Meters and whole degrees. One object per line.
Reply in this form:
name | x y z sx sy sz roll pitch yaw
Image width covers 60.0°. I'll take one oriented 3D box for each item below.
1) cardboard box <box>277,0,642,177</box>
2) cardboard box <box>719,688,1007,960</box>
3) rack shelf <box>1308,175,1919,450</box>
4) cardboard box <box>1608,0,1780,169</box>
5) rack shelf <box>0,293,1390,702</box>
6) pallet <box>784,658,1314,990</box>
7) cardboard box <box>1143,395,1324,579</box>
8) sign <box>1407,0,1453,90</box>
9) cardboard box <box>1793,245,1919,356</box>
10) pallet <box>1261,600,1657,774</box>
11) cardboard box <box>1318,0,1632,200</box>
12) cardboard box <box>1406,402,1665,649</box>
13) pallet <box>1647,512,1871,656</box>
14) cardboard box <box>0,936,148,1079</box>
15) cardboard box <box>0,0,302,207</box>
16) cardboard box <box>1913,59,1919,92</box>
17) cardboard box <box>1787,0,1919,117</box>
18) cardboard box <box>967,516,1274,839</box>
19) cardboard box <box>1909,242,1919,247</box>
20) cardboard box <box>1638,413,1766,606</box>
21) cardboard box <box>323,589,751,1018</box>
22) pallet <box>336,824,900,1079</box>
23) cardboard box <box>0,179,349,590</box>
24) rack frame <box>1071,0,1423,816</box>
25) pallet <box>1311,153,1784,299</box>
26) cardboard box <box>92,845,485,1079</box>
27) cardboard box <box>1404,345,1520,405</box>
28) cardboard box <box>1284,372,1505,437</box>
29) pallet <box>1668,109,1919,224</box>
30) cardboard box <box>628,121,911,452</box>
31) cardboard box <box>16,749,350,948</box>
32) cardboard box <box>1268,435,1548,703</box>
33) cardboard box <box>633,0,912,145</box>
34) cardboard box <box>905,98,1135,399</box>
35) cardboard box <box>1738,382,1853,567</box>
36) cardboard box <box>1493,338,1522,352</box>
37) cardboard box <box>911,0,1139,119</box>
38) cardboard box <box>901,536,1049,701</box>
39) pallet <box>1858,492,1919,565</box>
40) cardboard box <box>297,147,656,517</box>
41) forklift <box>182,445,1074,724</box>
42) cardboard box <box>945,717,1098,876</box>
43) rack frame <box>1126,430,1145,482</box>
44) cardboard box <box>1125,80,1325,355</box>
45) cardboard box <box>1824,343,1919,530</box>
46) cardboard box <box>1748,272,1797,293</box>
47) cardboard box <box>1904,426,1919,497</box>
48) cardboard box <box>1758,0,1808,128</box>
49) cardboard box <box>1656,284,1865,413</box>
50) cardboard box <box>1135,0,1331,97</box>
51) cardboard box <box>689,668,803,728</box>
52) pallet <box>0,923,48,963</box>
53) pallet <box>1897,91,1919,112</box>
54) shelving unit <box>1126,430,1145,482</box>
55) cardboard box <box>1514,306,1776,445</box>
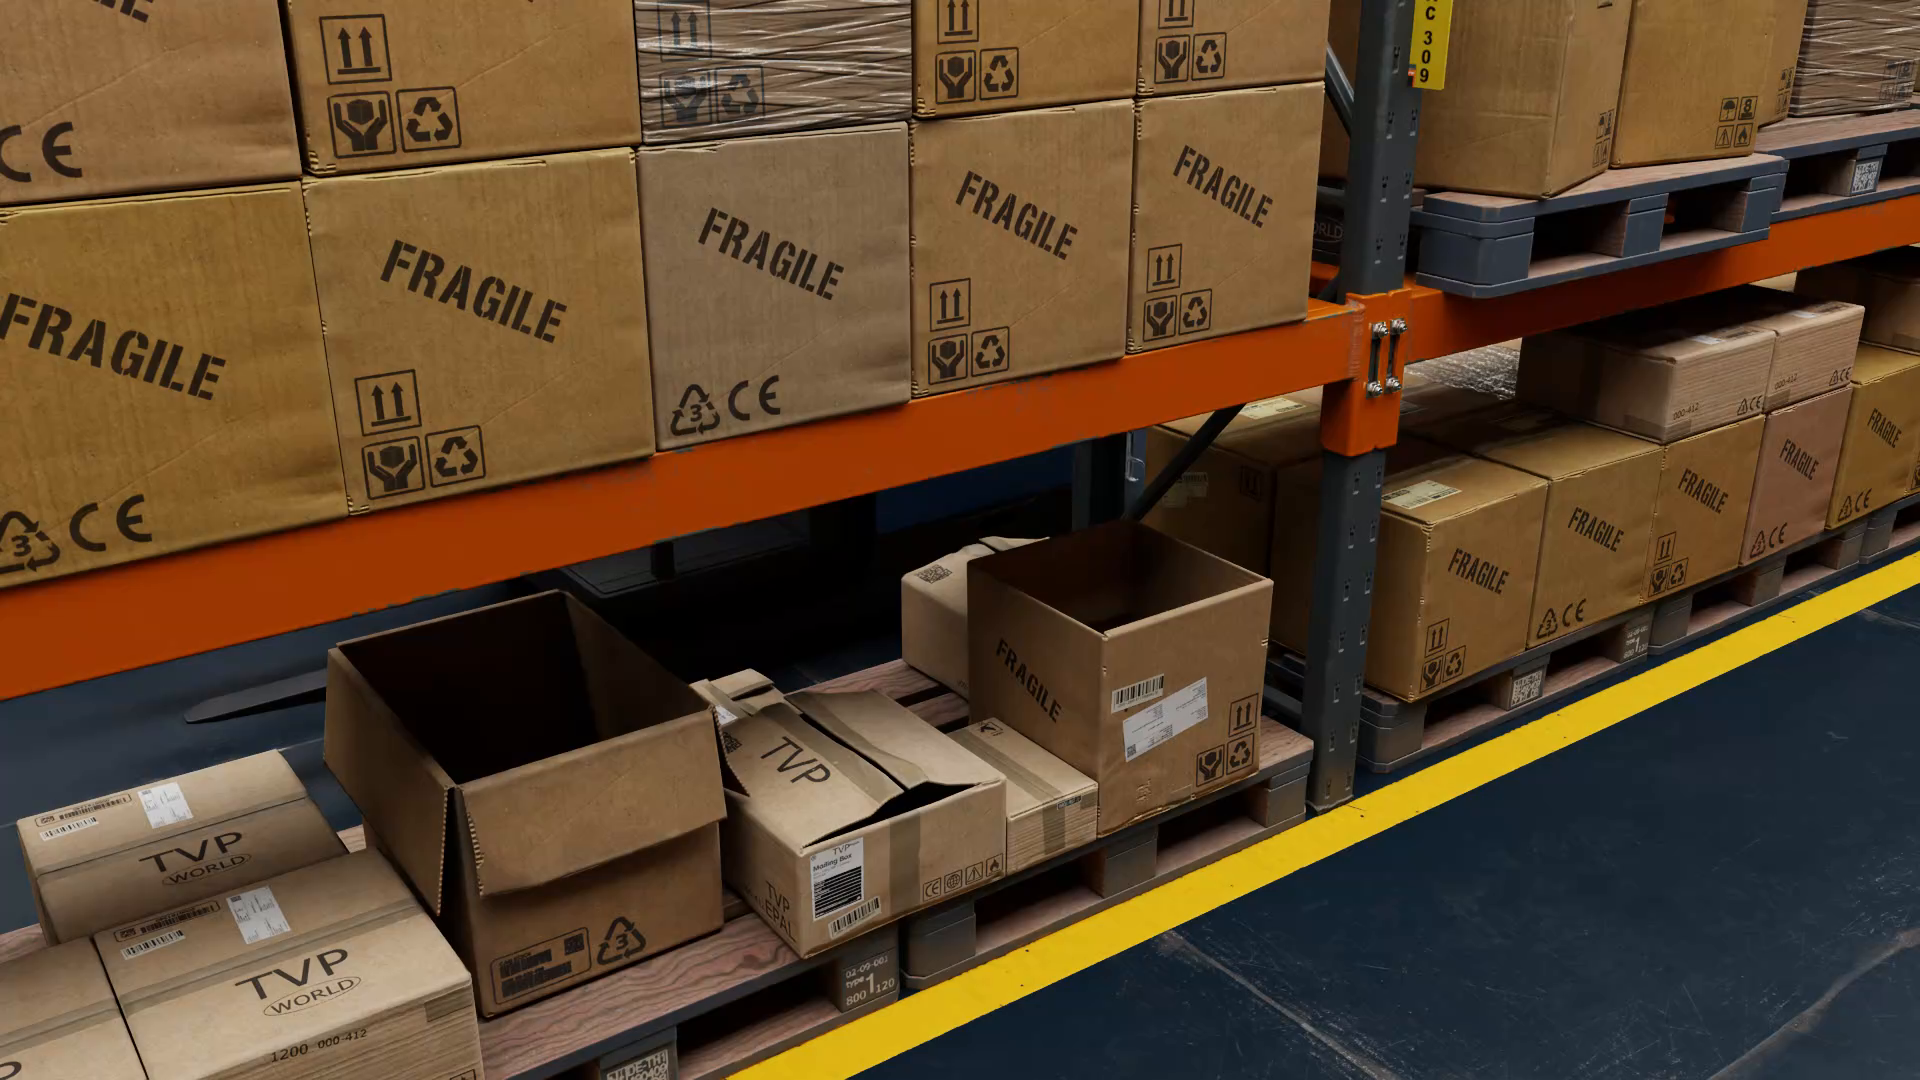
cardboard box | -0.835 -0.860 2.520 0.500 0.500 0.500 -15 26 -33
cardboard box | -0.249 0.550 3.506 0.500 0.311 0.500 -15 26 -33
rack shelf | 2.280 -0.965 5.237 4.000 0.370 1.077 -15 26 -33
cardboard box | 1.693 -1.311 4.432 0.500 0.500 0.700 -10 24 -25
rack shelf | -0.966 -0.099 3.067 4.000 0.370 1.077 -15 26 -33
pallet | 0.099 0.578 4.164 1.213 0.211 1.003 -15 26 -33
cardboard box | 0.890 -0.102 4.884 0.500 0.500 0.500 -15 26 -33
sign | 0.980 -1.106 3.454 0.005 0.325 0.100 -15 26 -33
cardboard box | 3.239 -0.837 5.713 0.500 0.250 0.500 -14 26 -31
pallet | 1.295 0.242 5.006 1.213 0.211 1.003 -15 26 -33
cardboard box | 1.172 -1.143 4.011 0.700 0.500 0.500 14 26 32
cardboard box | 1.618 -0.059 4.777 0.500 0.500 0.500 -14 26 -32
pallet | 2.286 -0.024 5.671 1.213 0.211 1.003 -15 26 -33
cardboard box | -1.577 0.932 2.630 0.500 0.250 0.500 -15 26 -33
cardboard box | -1.247 -0.750 2.244 0.500 0.500 0.500 -15 26 -32
cardboard box | 3.459 -1.803 5.666 0.700 0.500 0.500 14 26 32
cardboard box | 2.605 -1.662 5.314 0.500 0.500 0.700 -10 24 -23
cardboard box | 0.360 0.299 3.878 0.500 0.500 0.500 -15 26 -33
cardboard box | 4.185 -1.098 6.986 0.500 0.311 0.500 -14 26 -31
cardboard box | 2.028 -0.165 5.043 0.500 0.500 0.500 -15 26 -32
cardboard box | -0.865 0.497 3.377 0.637 0.503 0.797 -15 26 -33
pallet | -0.892 0.843 3.498 1.213 0.211 1.003 -15 26 -33
cardboard box | -1.251 -0.284 2.427 0.500 0.500 0.500 -15 26 -33
rack frame | 0.657 -0.866 4.019 0.127 3.000 1.000 -15 26 -33
pallet | 1.369 -0.917 4.406 1.213 0.211 1.003 -15 26 -33
cardboard box | -1.171 0.824 2.901 0.500 0.250 0.500 -15 26 -33
cardboard box | 1.704 -0.315 5.418 0.500 0.500 0.500 -15 26 -32
cardboard box | 1.296 -0.207 5.146 0.500 0.500 0.500 -15 26 -33
pallet | 2.328 -1.220 5.166 1.213 0.211 1.003 -15 26 -33
cardboard box | -0.432 -0.503 2.975 0.500 0.500 0.500 -14 26 -32
cardboard box | -1.504 0.684 3.251 0.500 0.250 0.500 -15 26 -33
cardboard box | 1.192 0.059 4.479 0.500 0.500 0.500 -16 27 -35
cardboard box | -0.426 -0.969 2.793 0.500 0.500 0.500 -15 26 -32
cardboard box | -0.017 -0.615 3.255 0.500 0.500 0.500 -14 26 -31
cardboard box | 2.439 -0.275 5.316 0.500 0.500 0.500 -16 27 -35
cardboard box | 2.115 -0.426 5.696 0.500 0.500 0.500 -16 27 -35
cardboard box | -0.017 -1.078 3.066 0.500 0.500 0.500 -16 27 -34
cardboard box | 0.190 0.204 4.371 0.500 0.311 0.500 -15 26 -33
pallet | 3.276 -0.286 6.329 1.213 0.211 1.003 -15 26 -33
cardboard box | -0.844 -0.392 2.696 0.500 0.500 0.500 -15 26 -32
forklift | -0.923 -1.135 4.786 3.031 2.935 1.130 -16 27 -34
cardboard box | 0.091 0.562 3.694 0.250 0.149 0.380 -15 26 -33
rack frame | 0.727 -0.766 6.196 0.015 1.200 0.240 -16 27 -34
cardboard box | 0.401 -0.727 3.536 0.500 0.500 0.500 -14 26 -32
cardboard box | 2.862 -0.390 5.606 0.500 0.500 0.500 -16 27 -35
cardboard box | 3.368 -0.762 6.539 0.500 0.500 0.500 -14 26 -31
cardboard box | 3.282 -0.502 5.886 0.500 0.500 0.500 -14 26 -31
cardboard box | 2.055 -1.508 4.927 0.700 0.500 0.500 17 27 36
cardboard box | 2.411 -0.614 5.155 0.500 0.250 0.500 -16 26 -34
cardboard box | 0.398 -1.189 3.346 0.500 0.500 0.500 -15 26 -33
cardboard box | -0.506 0.462 3.921 0.250 0.166 0.380 -15 26 -33
pallet | -1.882 1.106 2.841 1.213 0.211 1.003 -15 26 -33
pallet | 3.395 -1.475 5.804 1.003 0.211 1.213 -15 26 -33
shelving unit | 0.533 -0.711 6.059 0.503 1.200 0.258 -16 27 -34
cardboard box | 2.004 -0.505 4.883 0.500 0.250 0.500 -15 26 -33
